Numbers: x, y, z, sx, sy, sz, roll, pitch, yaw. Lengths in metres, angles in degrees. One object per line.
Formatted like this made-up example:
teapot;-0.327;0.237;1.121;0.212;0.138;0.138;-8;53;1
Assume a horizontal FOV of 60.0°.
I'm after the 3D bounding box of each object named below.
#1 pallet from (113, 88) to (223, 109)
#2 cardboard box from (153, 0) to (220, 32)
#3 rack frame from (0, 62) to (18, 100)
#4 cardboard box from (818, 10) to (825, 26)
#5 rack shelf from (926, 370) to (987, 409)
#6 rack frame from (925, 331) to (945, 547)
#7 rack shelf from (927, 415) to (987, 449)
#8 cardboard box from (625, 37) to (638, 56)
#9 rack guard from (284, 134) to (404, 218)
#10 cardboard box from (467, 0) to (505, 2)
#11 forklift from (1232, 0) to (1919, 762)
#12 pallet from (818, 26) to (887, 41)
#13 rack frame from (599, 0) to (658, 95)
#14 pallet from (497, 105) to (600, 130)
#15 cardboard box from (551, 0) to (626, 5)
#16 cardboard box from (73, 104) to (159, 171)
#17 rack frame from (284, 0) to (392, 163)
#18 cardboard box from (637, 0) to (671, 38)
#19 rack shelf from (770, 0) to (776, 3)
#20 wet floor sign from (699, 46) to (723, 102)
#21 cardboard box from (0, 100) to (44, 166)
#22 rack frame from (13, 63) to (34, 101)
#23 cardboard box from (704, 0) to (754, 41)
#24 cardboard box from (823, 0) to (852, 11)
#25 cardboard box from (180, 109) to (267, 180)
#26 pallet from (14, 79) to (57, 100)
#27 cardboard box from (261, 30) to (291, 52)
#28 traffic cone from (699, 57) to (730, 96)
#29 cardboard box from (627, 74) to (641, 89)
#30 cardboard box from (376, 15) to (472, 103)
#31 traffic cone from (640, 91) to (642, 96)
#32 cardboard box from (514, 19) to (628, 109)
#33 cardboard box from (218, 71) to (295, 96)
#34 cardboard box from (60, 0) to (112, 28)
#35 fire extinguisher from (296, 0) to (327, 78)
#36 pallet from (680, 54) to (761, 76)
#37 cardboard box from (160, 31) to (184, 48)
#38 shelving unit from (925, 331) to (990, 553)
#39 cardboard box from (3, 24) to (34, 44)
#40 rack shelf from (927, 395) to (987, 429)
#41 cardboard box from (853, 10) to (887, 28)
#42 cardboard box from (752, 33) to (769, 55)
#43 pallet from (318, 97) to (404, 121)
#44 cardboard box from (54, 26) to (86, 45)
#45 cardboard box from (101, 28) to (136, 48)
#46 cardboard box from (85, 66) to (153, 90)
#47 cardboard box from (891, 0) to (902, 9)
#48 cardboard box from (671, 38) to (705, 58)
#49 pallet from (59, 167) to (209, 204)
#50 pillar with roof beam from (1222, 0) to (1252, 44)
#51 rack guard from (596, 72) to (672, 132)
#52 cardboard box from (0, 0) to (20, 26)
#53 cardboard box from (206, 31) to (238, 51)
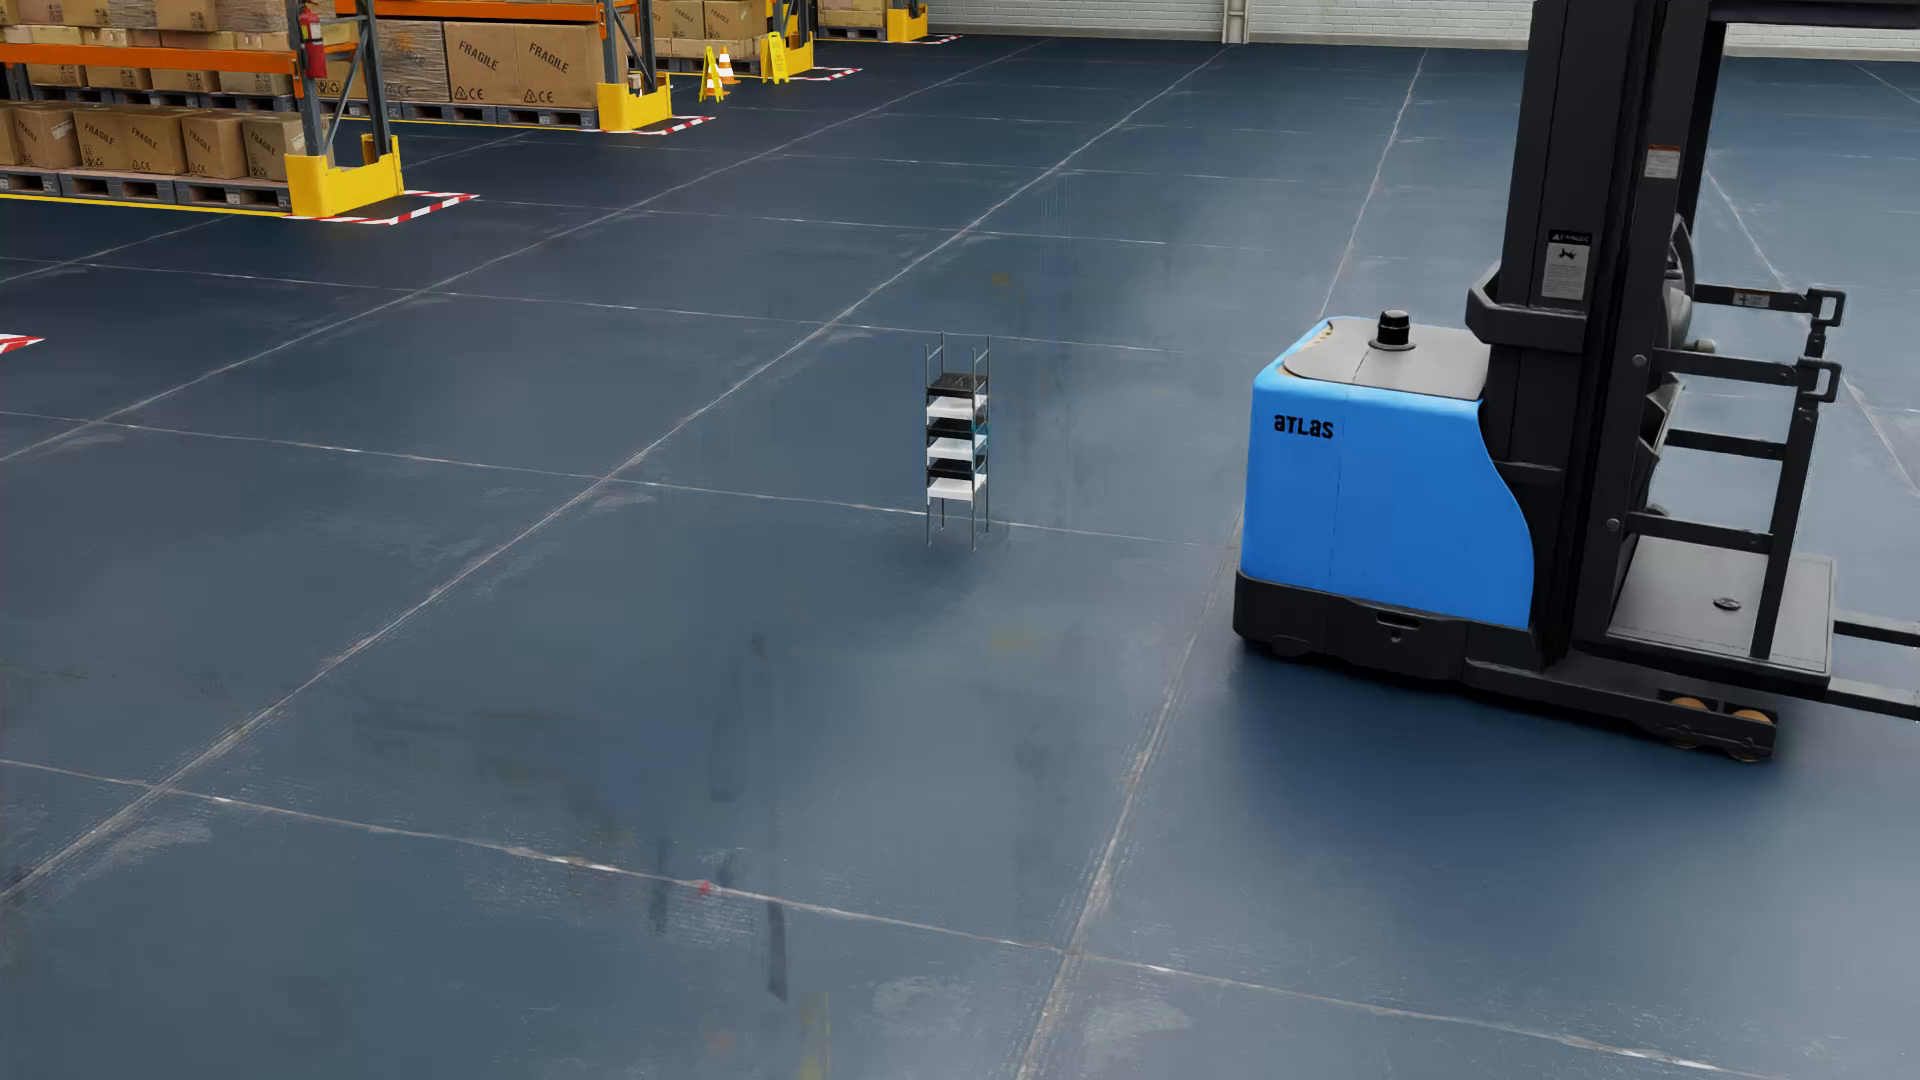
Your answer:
pallet;-9.414;-5.407;20.172;1.213;0.211;1.003;7;23;16
cardboard box;-6.214;-4.542;13.867;0.500;0.500;0.875;7;23;16
rack frame;-9.012;-4.715;14.813;0.127;3.000;1.000;7;23;16
cardboard box;-2.380;-8.656;27.490;0.500;0.250;0.500;7;23;16
rack shelf;-0.008;-0.636;7.012;0.200;0.077;0.258;7;23;15
rack frame;-0.105;-0.428;7.129;0.006;0.900;0.240;7;23;16
rack shelf;-0.008;-0.470;7.080;0.200;0.077;0.258;7;23;15
cardboard box;-4.639;-6.964;23.364;0.500;0.250;0.500;6;23;15
rack guard;-5.255;-3.129;14.239;0.348;0.500;1.175;7;23;16
cardboard box;-5.054;-6.321;18.530;0.550;0.550;0.875;7;23;16
forklift;2.579;-0.855;5.493;3.031;2.935;1.130;11;25;25
pallet;-1.633;-8.460;27.616;1.213;0.211;1.003;7;23;16
rack frame;-3.653;-6.068;18.110;0.127;3.000;1.000;7;23;16
pallet;-4.441;-4.837;18.784;1.213;0.211;1.003;7;23;15
cardboard box;-4.021;-6.162;18.141;0.550;0.550;0.875;7;23;16
cardboard box;-7.473;-3.595;14.823;0.500;0.500;0.500;4;23;11
rack frame;-5.182;-4.277;13.744;0.127;3.000;1.000;7;23;16
cardboard box;-4.144;-7.254;23.082;0.500;0.500;0.500;6;23;14
rack shelf;-4.234;-7.764;23.193;4.000;0.370;1.077;7;23;16
wet floor sign;-3.053;-5.695;20.303;0.232;0.644;0.267;3;22;6
cardboard box;-8.640;-3.695;15.065;0.500;0.500;0.500;6;23;14
rack frame;-11.312;-6.945;20.248;0.127;3.000;1.000;7;23;16
cardboard box;-3.162;-7.140;22.805;0.500;0.500;0.500;7;23;16
cardboard box;-1.923;-8.833;27.263;0.500;0.250;0.500;6;23;15
cardboard box;-6.357;-3.442;14.450;0.500;0.500;0.500;13;26;29
pallet;-12.059;-5.741;20.988;1.213;0.211;1.003;7;23;16
cardboard box;-5.515;-4.117;13.685;0.250;0.149;0.380;7;23;16
traffic cone;-3.099;-5.842;20.902;0.334;0.463;0.336;7;23;16
cardboard box;-4.157;-5.968;21.624;0.380;0.149;0.250;-20;29;-39
cardboard box;-6.036;-5.526;19.035;0.875;0.875;0.875;7;23;16
traffic cone;-3.751;-5.468;19.992;0.334;0.463;0.336;7;23;16
cardboard box;-4.321;-5.330;18.557;0.875;0.875;0.875;7;23;16
cardboard box;-8.102;-5.695;19.613;0.750;0.750;1.050;6;23;15
cardboard box;-7.156;-4.672;14.183;0.500;0.500;0.875;7;23;16
fire extinguisher;-5.206;-4.061;13.320;0.183;0.674;0.296;7;23;16
pallet;-3.160;-6.698;23.320;1.213;0.211;1.003;7;23;16
cardboard box;-6.470;-4.229;13.958;0.250;0.149;0.380;7;23;16
shelving unit;-0.008;-0.417;7.101;0.210;0.900;0.258;7;23;16
cardboard box;-7.940;-4.351;14.255;0.250;0.149;0.380;7;23;16
rack shelf;-0.008;-0.553;7.046;0.200;0.077;0.258;7;23;15
cardboard box;-1.430;-8.540;27.207;0.500;0.250;0.500;7;23;16
cardboard box;-3.012;-6.989;23.425;0.500;0.250;0.500;6;23;15
pallet;-6.777;-5.105;19.436;1.213;0.211;1.003;7;23;15
cardboard box;-7.453;-4.307;14.148;0.250;0.149;0.380;7;23;16
cardboard box;-6.981;-4.243;13.993;0.250;0.149;0.380;7;23;16
cardboard box;-9.917;-5.904;20.123;0.750;0.750;1.050;7;23;16
cardboard box;-1.279;-8.962;27.576;0.500;0.250;0.500;7;23;16
cardboard box;-3.665;-6.850;23.087;0.500;0.250;0.500;7;23;16
pallet;-7.187;-3.231;14.870;1.213;0.211;1.003;7;23;16
pillar with roof beam;3.205;-10.639;21.349;0.400;9.000;9.100;7;23;16
rack guard;-3.630;-4.909;18.578;0.348;0.500;1.175;7;23;16
cardboard box;-8.130;-4.760;14.398;0.500;0.500;0.875;7;23;16
cardboard box;-6.008;-4.153;13.774;0.250;0.149;0.380;7;23;16
